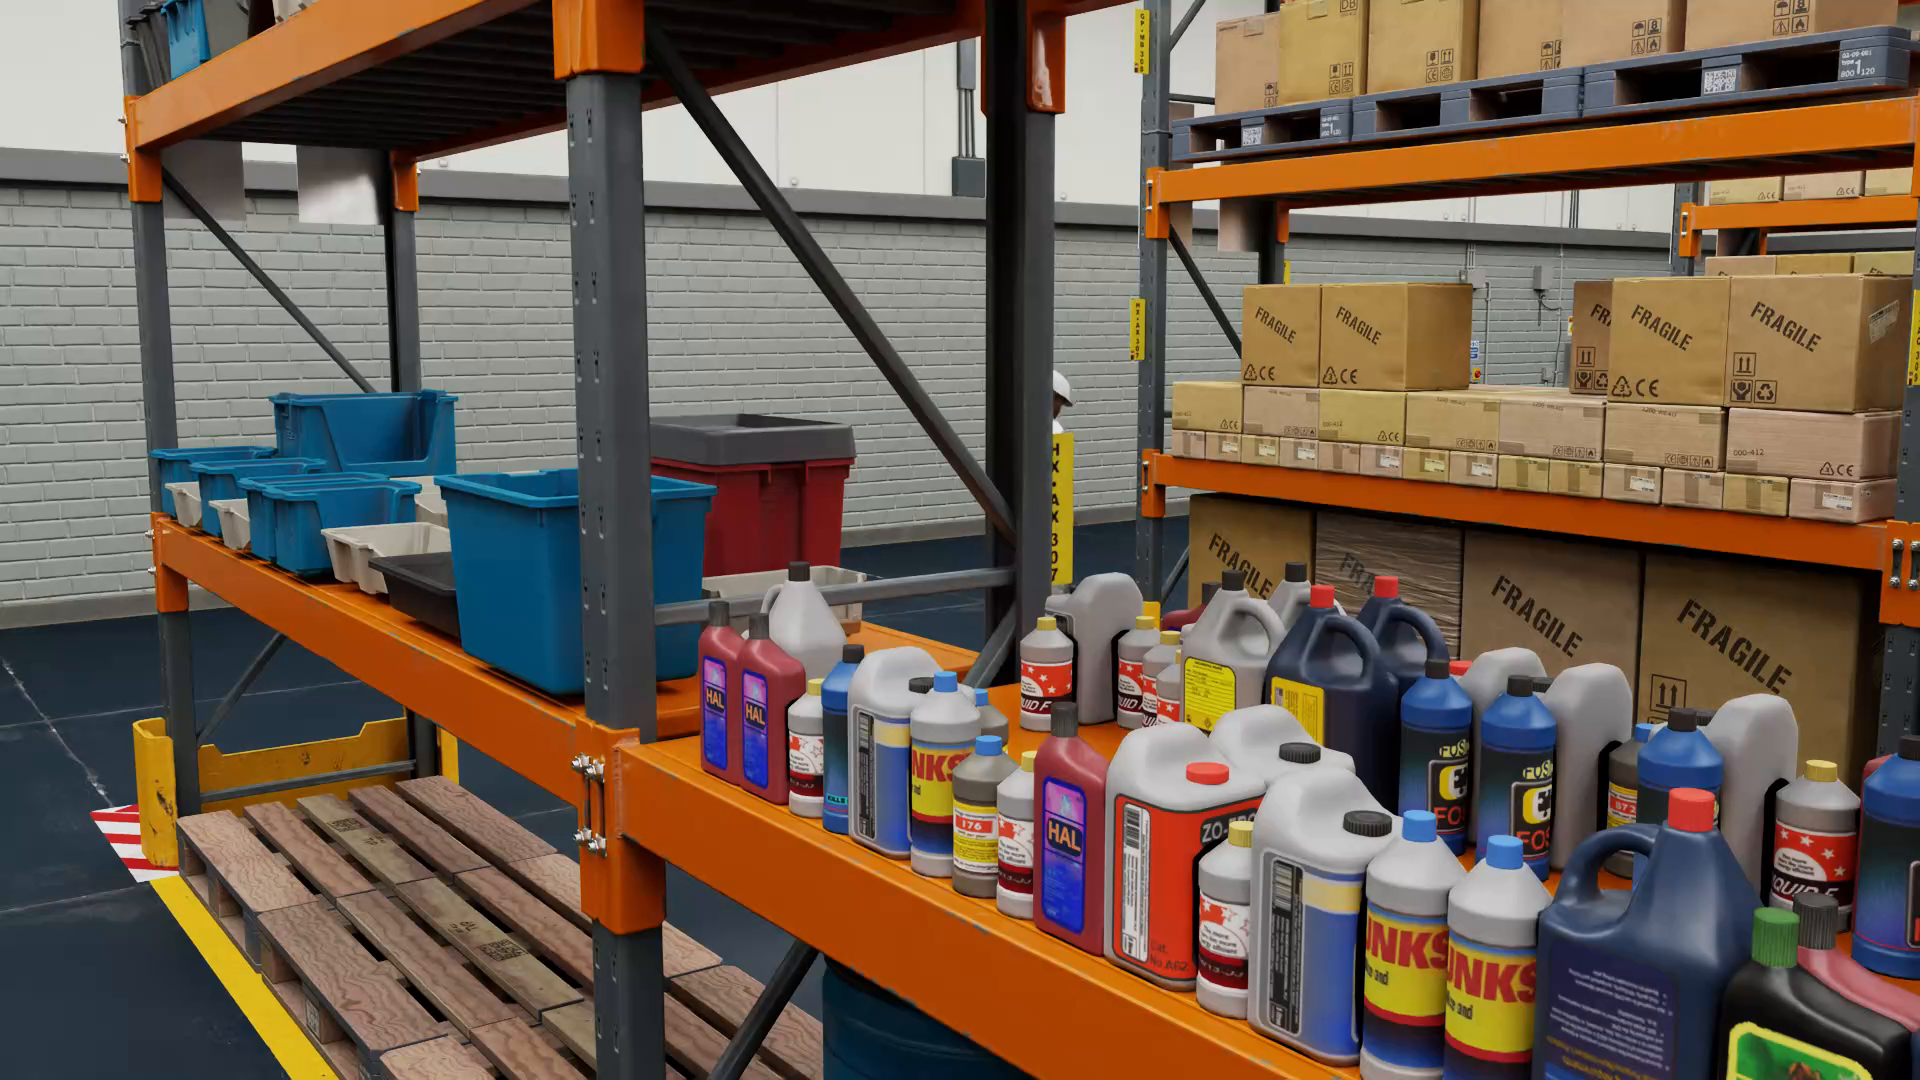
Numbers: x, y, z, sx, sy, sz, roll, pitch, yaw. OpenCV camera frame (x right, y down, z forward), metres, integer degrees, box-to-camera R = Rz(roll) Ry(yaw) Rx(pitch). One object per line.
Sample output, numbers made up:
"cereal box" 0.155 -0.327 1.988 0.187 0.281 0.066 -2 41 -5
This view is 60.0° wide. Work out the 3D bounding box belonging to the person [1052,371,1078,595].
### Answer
"person" 0.480 -0.161 10.093 0.453 1.717 0.591 -4 9 -29
